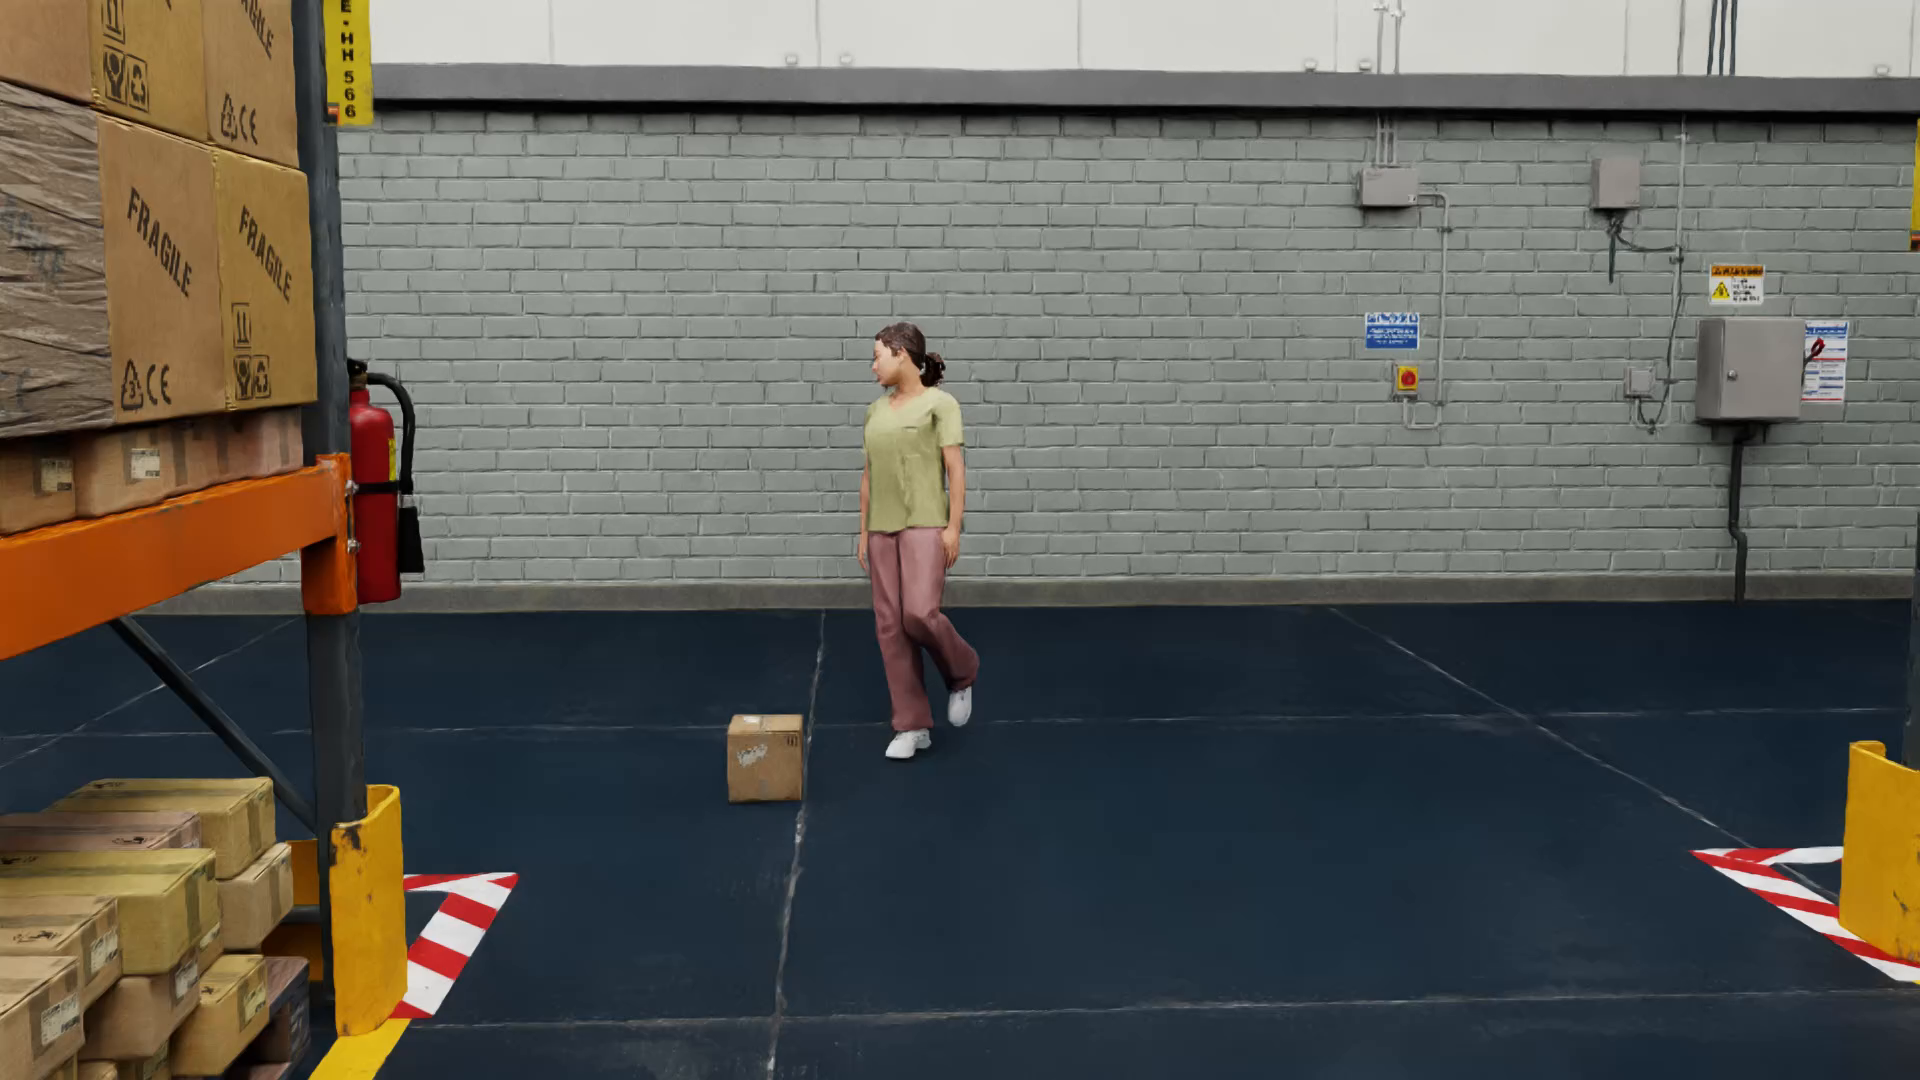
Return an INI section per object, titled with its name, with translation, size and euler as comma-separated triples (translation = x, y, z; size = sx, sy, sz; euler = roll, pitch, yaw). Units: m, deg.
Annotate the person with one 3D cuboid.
[person]
translation = -0.212, -0.015, 6.454
size = 0.497, 1.651, 0.555
euler = 4, 8, 30
